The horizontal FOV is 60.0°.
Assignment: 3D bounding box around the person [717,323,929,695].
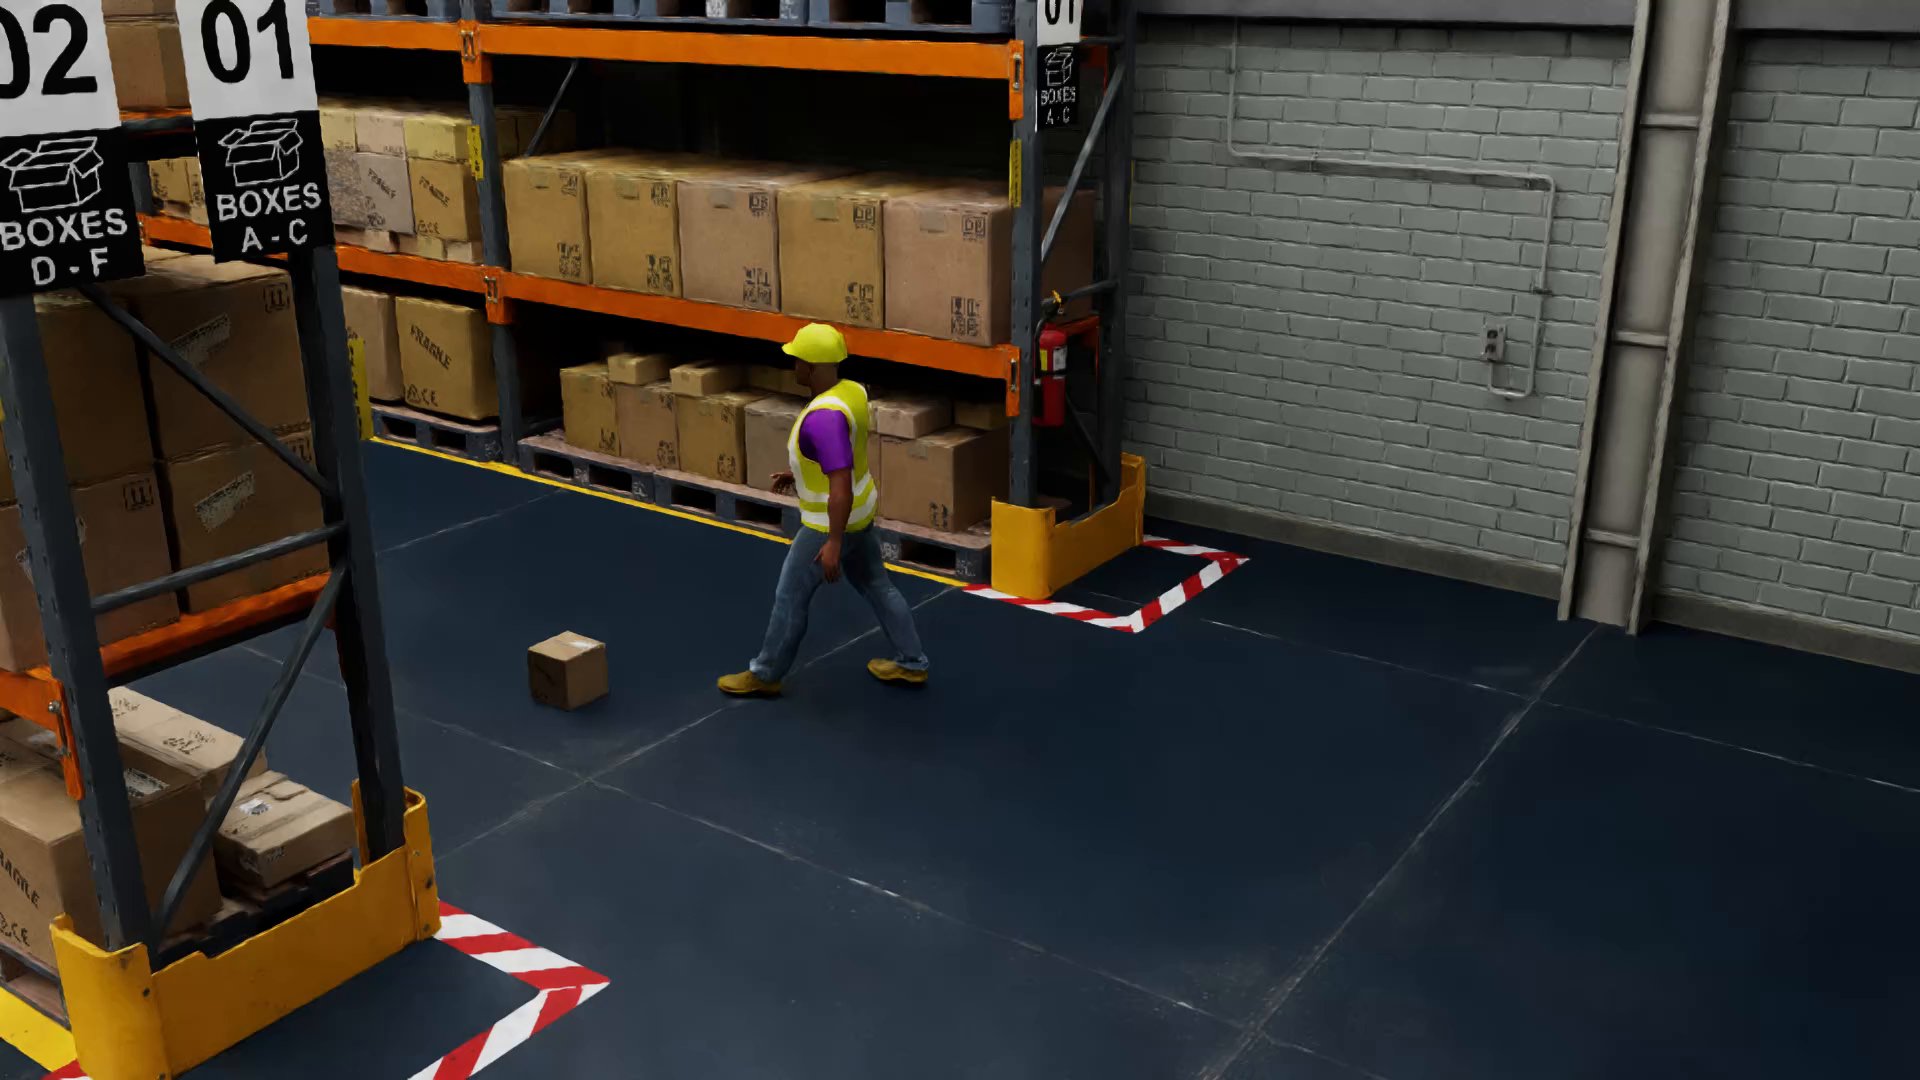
[{"bbox_3d":[-0.643,-0.110,7.352,0.965,1.725,0.774,3,20,9],"label":"person"}]
